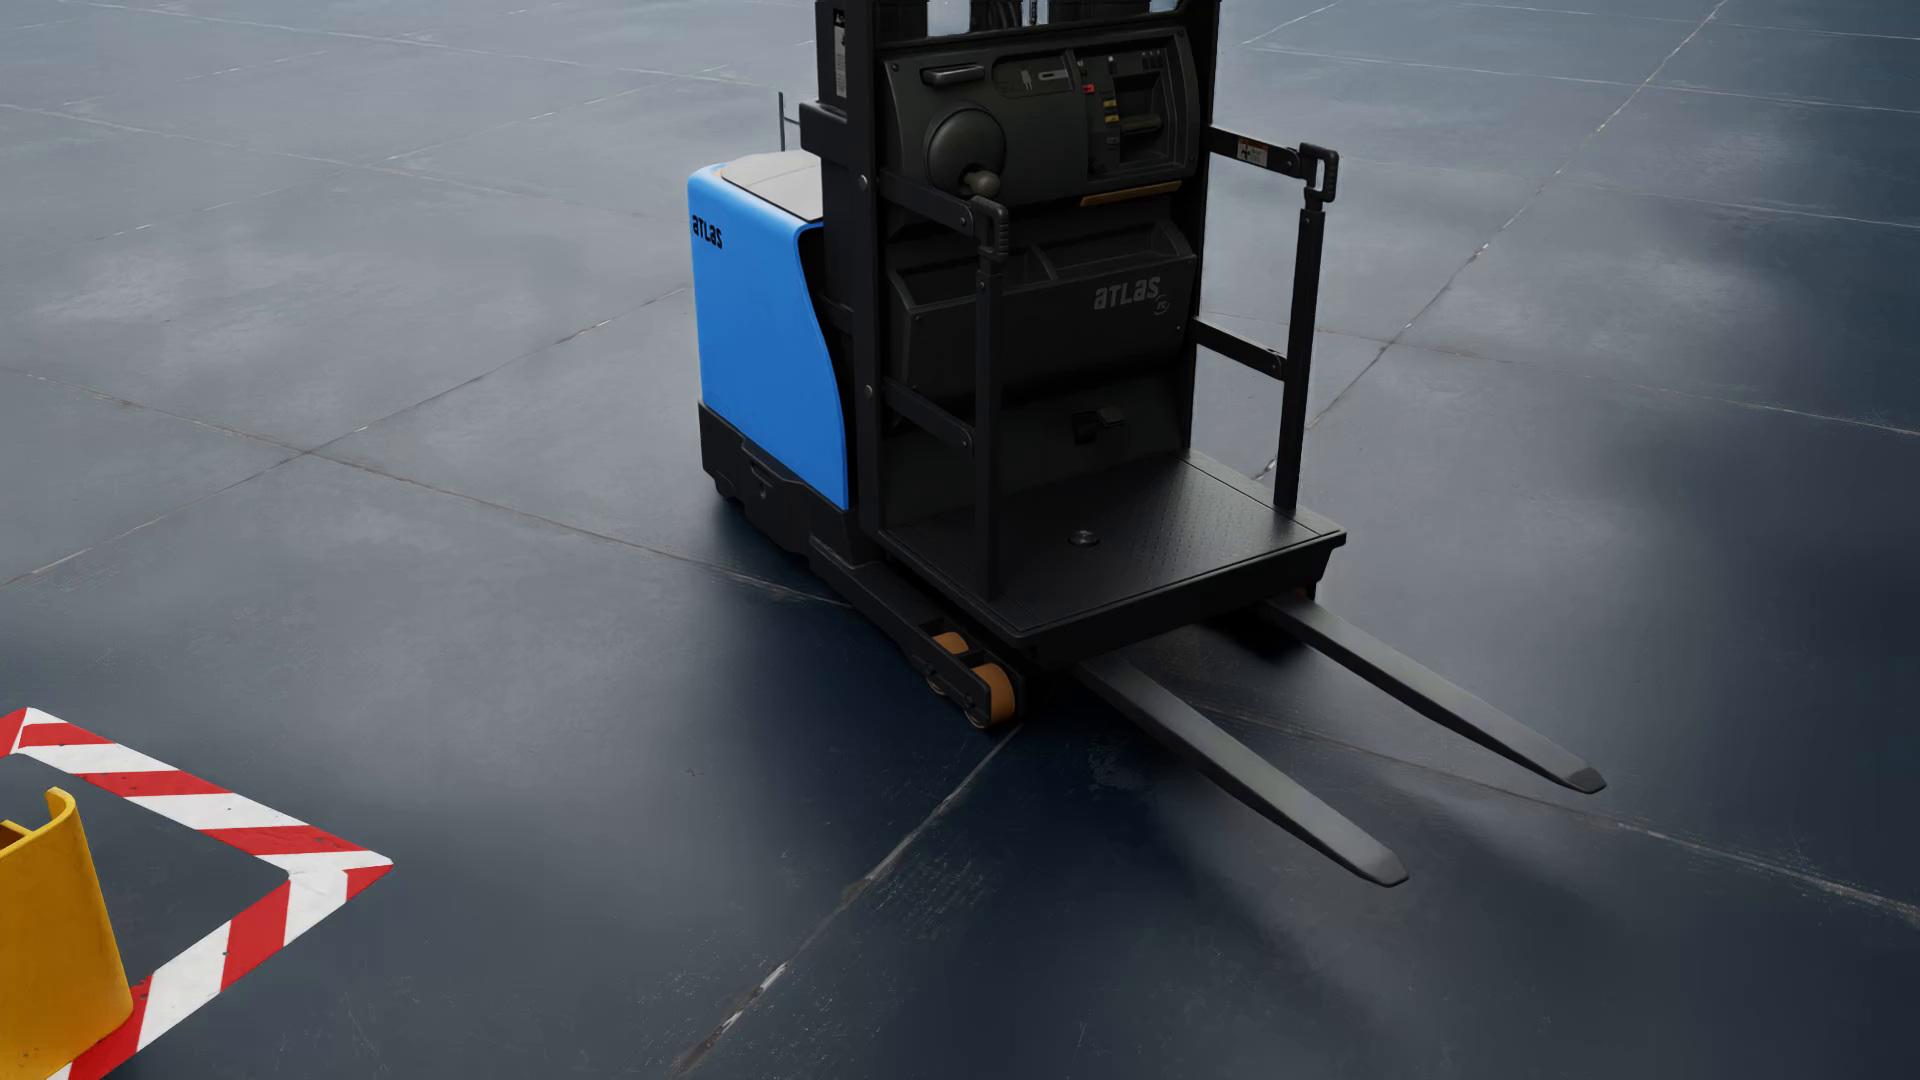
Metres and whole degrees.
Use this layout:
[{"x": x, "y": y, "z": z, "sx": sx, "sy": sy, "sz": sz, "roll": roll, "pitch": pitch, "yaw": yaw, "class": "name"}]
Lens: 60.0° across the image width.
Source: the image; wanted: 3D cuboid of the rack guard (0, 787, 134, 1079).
[{"x": -2.235, "y": 0.660, "z": 3.374, "sx": 1.175, "sy": 0.500, "sz": 0.348, "roll": 14, "pitch": 30, "yaw": 26, "class": "rack guard"}]

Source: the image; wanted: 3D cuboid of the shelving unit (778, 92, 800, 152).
[{"x": -0.464, "y": -0.941, "z": 5.789, "sx": 0.189, "sy": 1.200, "sz": 0.258, "roll": -16, "pitch": 31, "yaw": -30, "class": "shelving unit"}]

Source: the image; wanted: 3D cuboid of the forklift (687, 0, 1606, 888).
[{"x": 0.344, "y": -1.065, "z": 4.104, "sx": 1.130, "sy": 2.935, "sz": 3.031, "roll": -16, "pitch": 31, "yaw": -28, "class": "forklift"}]

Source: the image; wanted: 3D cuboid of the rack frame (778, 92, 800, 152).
[{"x": -0.540, "y": -0.918, "z": 5.744, "sx": 0.006, "sy": 1.200, "sz": 0.240, "roll": -16, "pitch": 31, "yaw": -30, "class": "rack frame"}]
